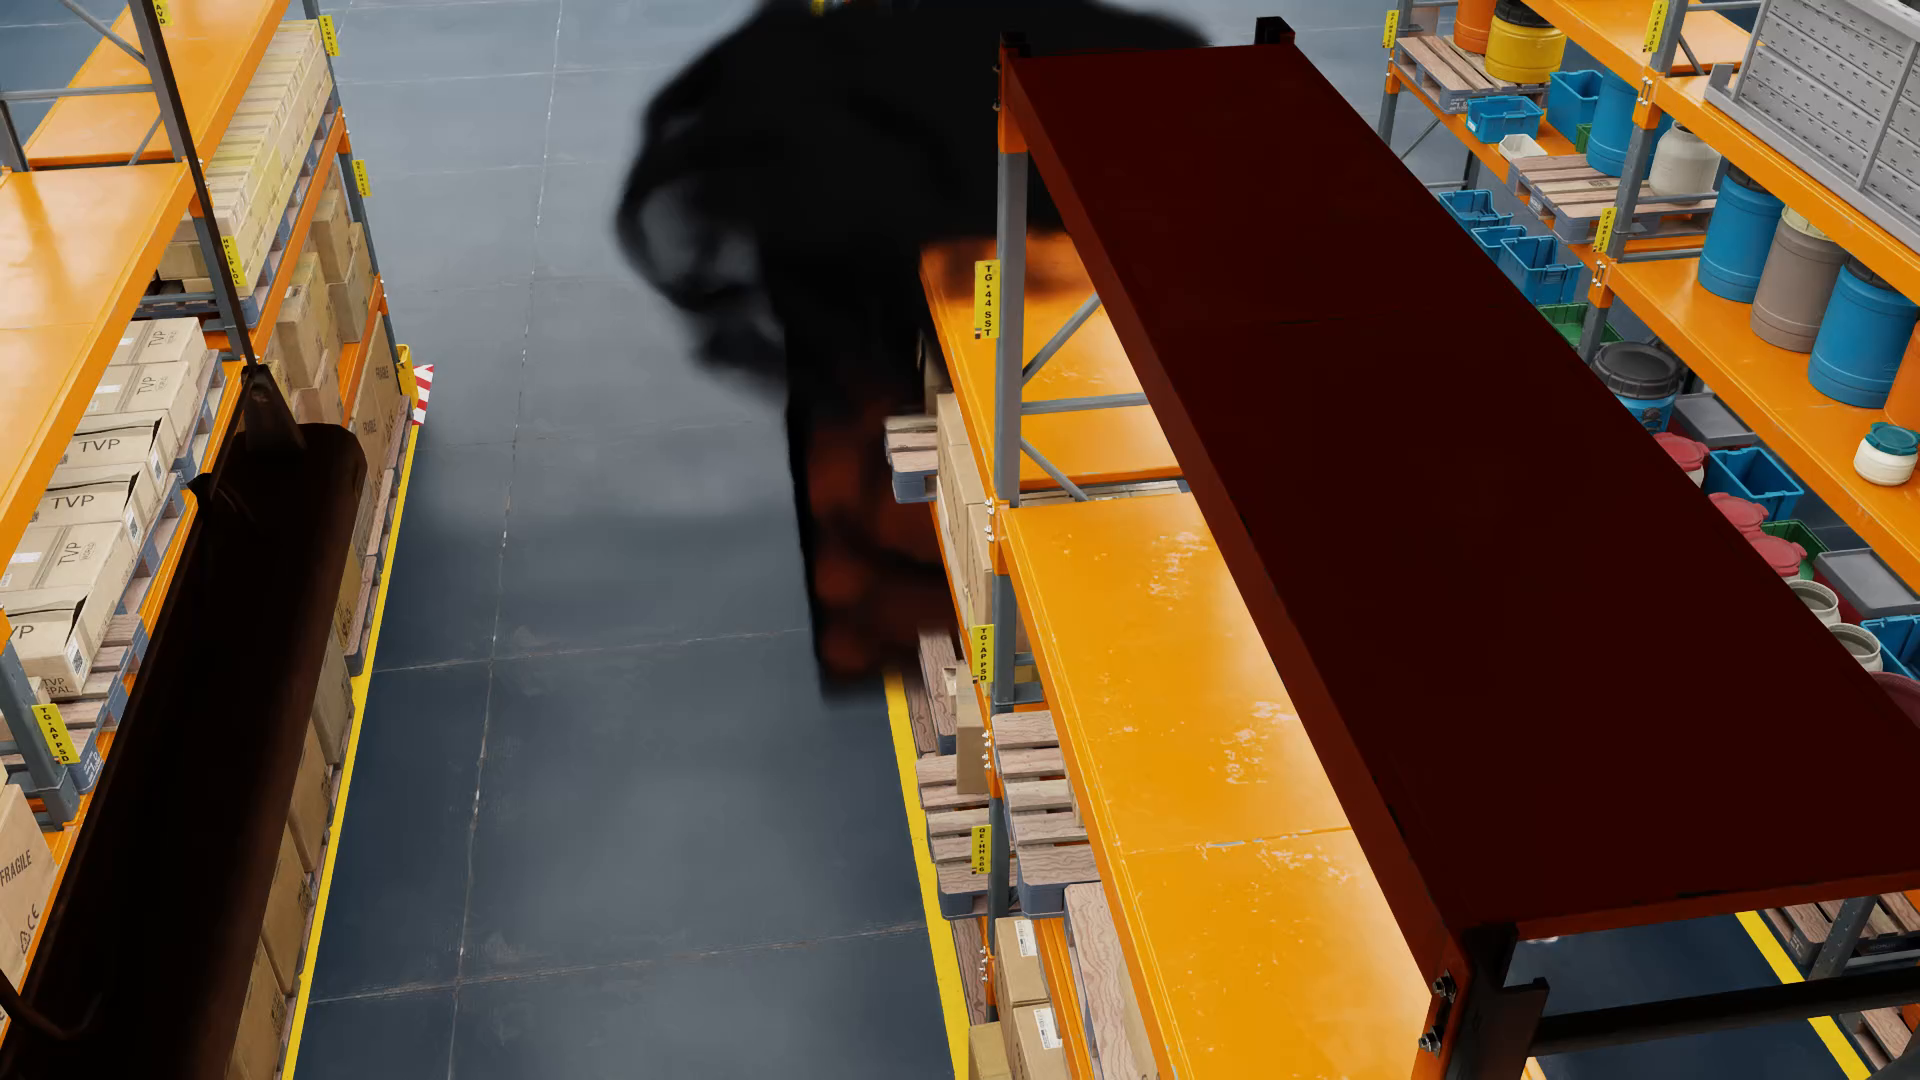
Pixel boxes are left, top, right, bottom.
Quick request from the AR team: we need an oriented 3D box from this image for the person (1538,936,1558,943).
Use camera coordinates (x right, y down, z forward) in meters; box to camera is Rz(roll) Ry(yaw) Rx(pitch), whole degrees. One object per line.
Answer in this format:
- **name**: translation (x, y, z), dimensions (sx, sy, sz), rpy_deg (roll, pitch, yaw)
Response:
- **person**: translation (3.264, 1.528, 9.497), dimensions (0.579, 1.703, 0.885), rpy_deg (-13, 38, -17)

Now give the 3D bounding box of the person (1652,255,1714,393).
- **person**: translation (6.355, -1.784, 14.439), dimensions (0.668, 1.787, 0.853), rpy_deg (-17, 40, -22)
